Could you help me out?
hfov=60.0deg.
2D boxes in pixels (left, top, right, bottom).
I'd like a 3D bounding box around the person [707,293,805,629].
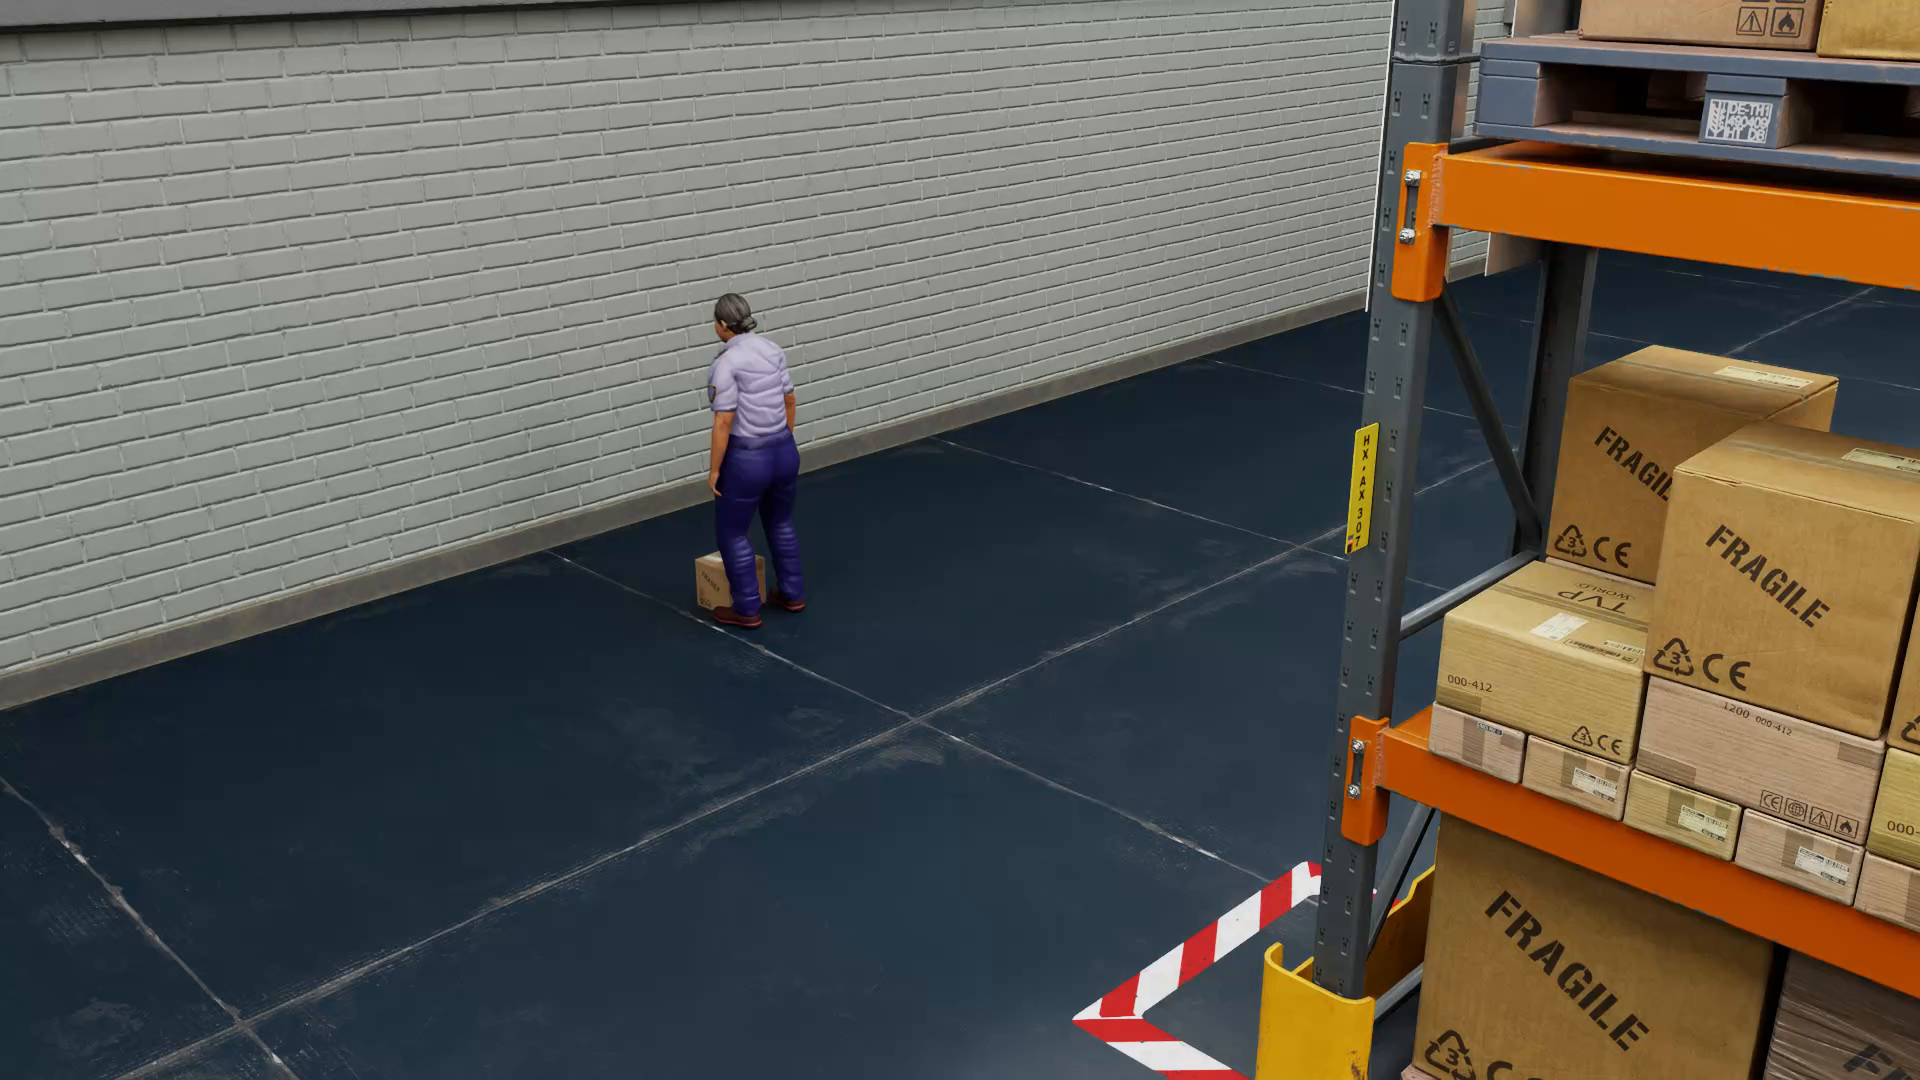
[{"bbox_3d":[-1.003,-0.387,8.114,0.377,1.651,0.561,17,27,38],"label":"person"}]
